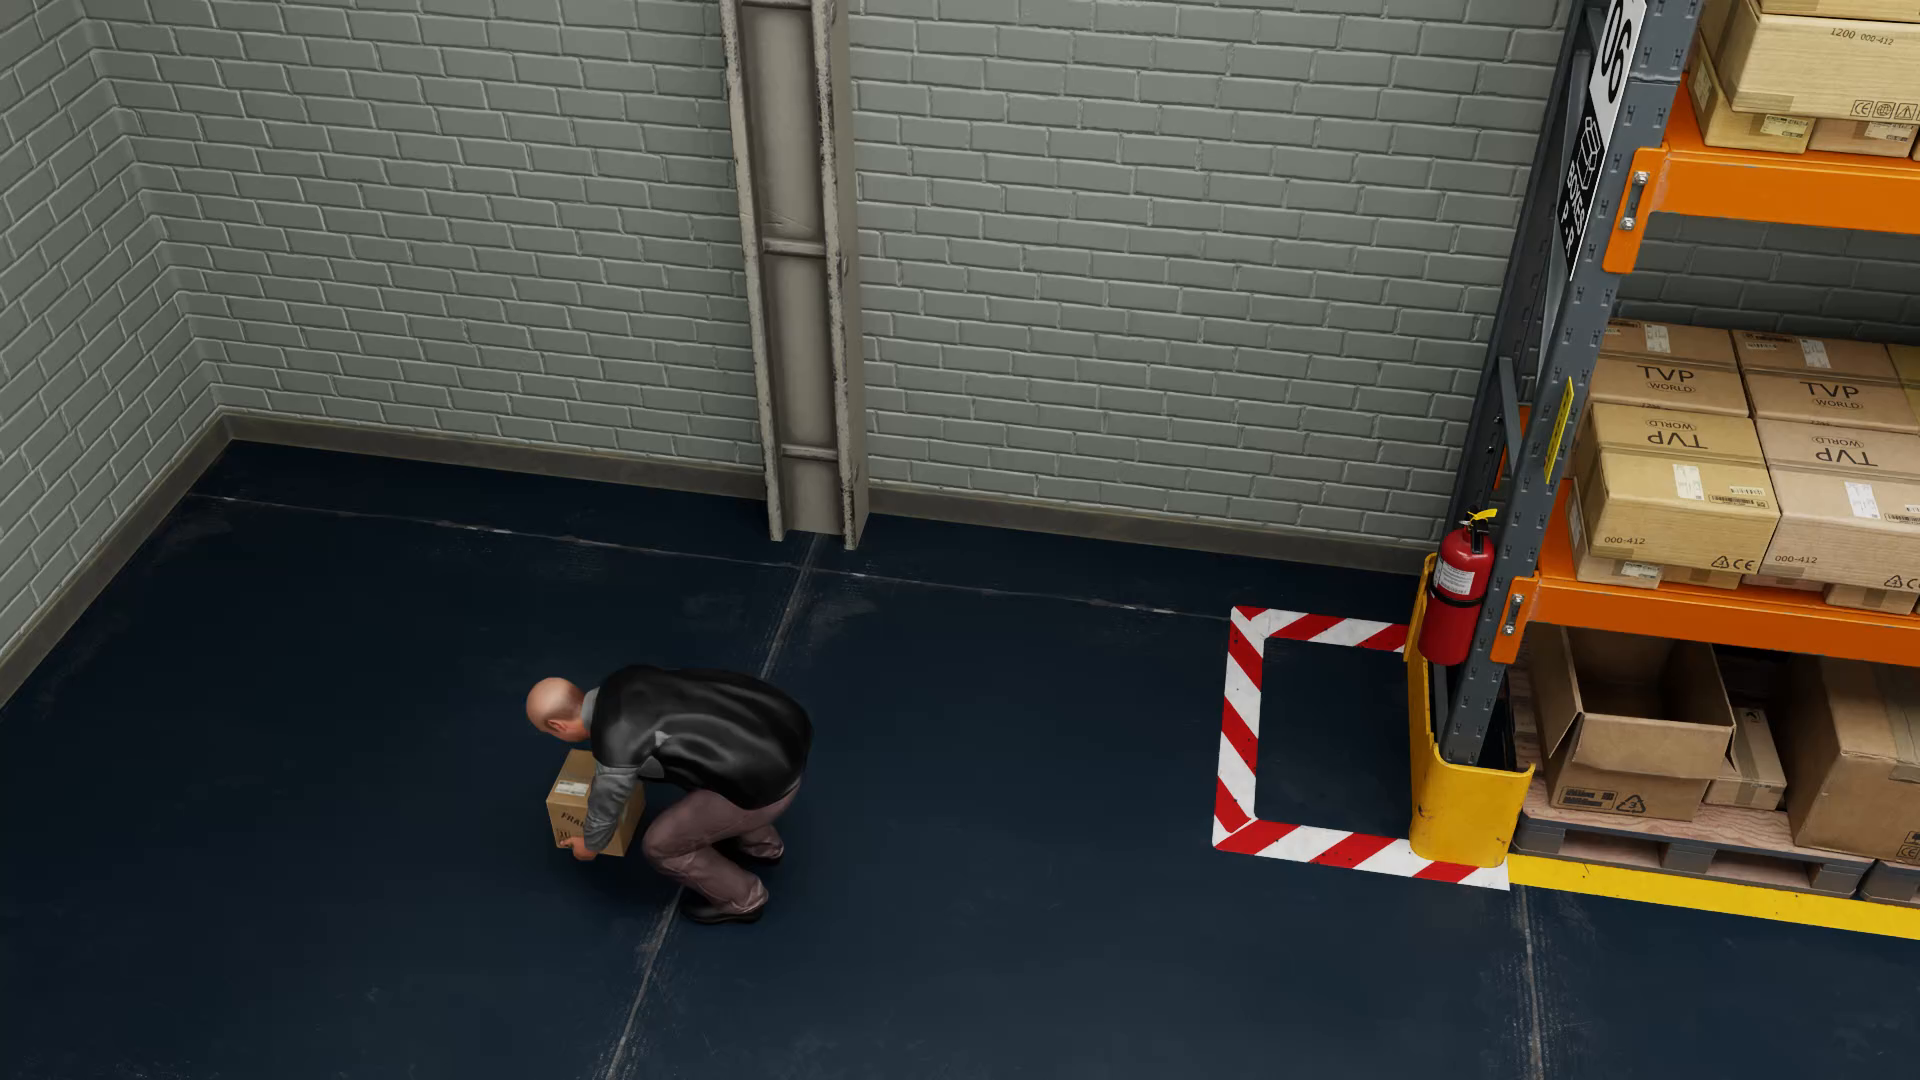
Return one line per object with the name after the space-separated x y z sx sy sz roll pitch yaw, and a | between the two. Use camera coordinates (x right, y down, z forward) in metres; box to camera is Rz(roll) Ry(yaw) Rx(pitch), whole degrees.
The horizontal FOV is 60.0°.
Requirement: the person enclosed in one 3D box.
-0.974 0.858 5.741 0.942 0.977 0.520 5 41 6 | person
